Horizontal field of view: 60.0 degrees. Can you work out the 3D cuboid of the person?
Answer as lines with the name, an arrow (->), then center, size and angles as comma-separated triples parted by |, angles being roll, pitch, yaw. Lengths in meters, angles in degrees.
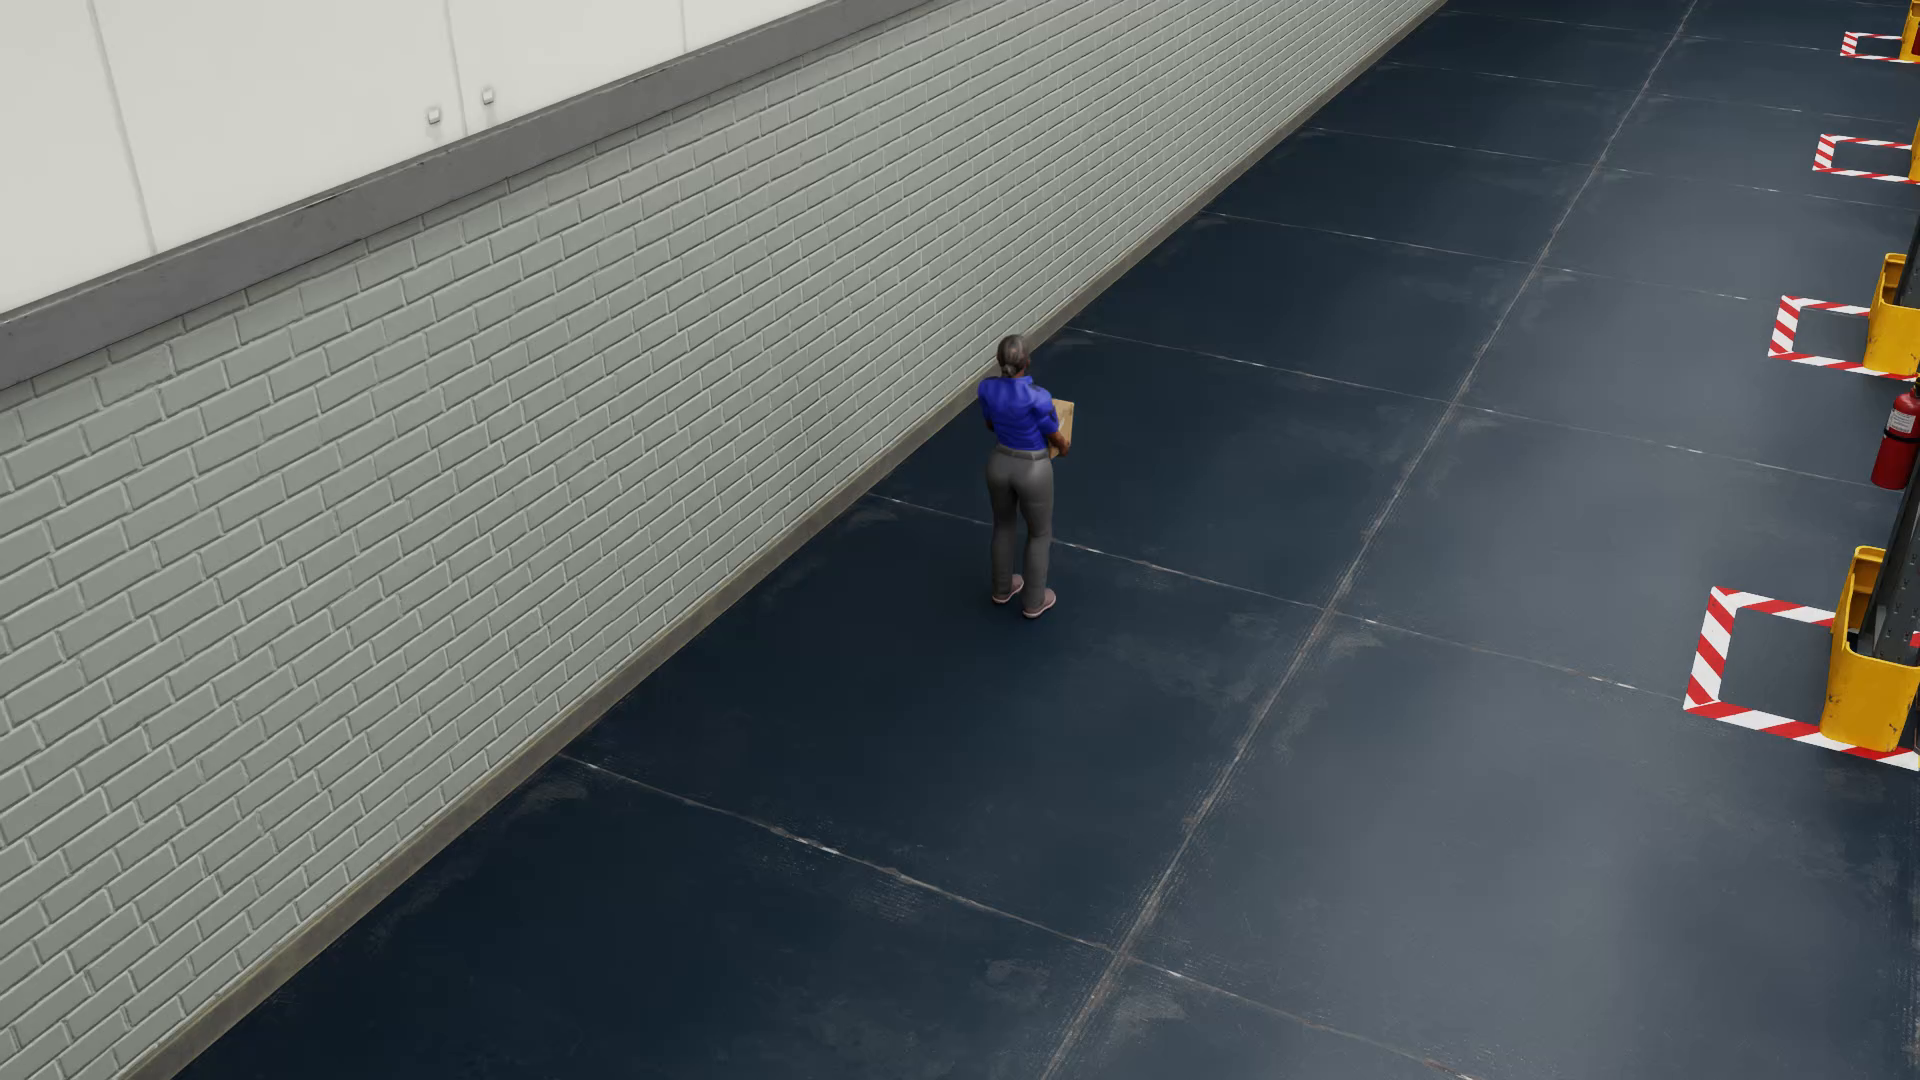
person -> 0.357, -0.383, 8.958 | 0.451, 1.648, 0.516 | 15, 34, 24
